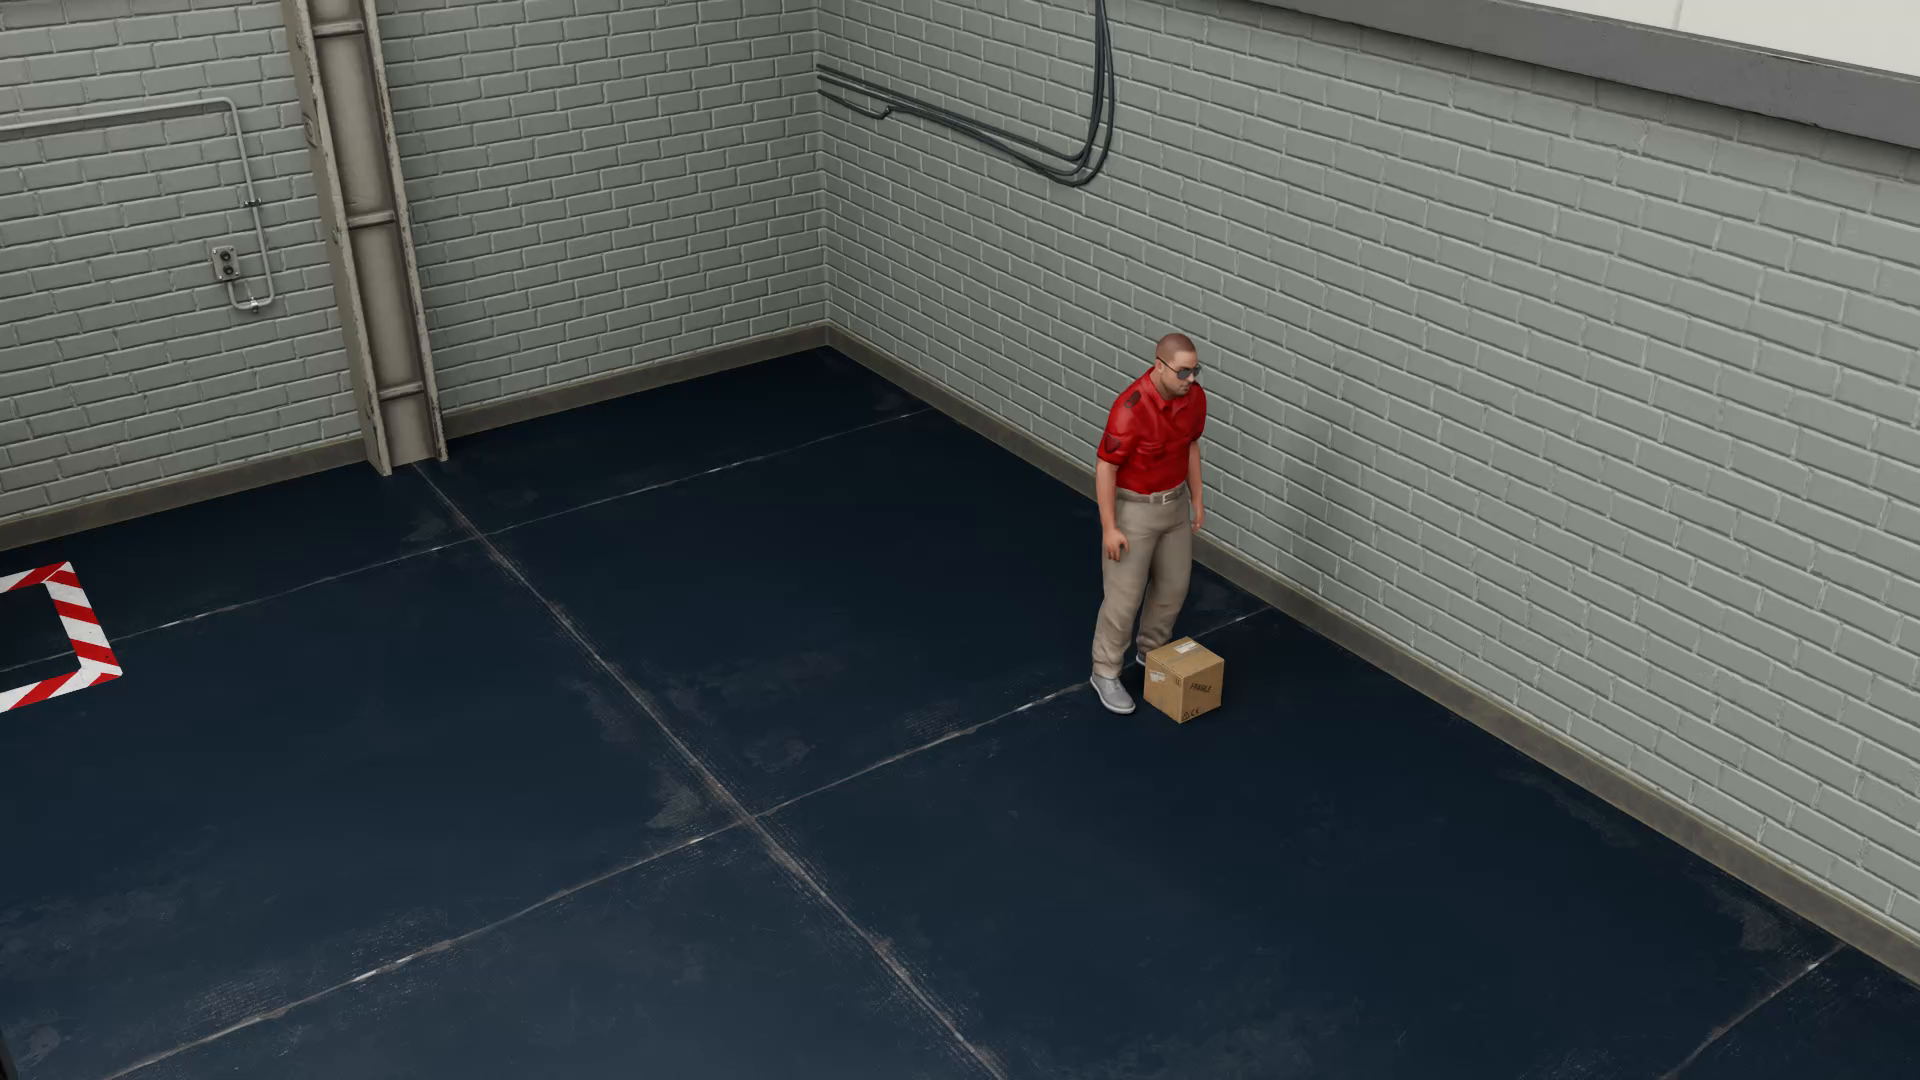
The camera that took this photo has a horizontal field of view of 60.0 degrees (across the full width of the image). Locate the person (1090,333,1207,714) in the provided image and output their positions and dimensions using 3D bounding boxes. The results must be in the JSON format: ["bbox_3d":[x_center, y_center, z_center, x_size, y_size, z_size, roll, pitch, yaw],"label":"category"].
[{"bbox_3d":[0.846,-0.110,7.341,0.593,1.726,0.390,-19,34,-31],"label":"person"}]
